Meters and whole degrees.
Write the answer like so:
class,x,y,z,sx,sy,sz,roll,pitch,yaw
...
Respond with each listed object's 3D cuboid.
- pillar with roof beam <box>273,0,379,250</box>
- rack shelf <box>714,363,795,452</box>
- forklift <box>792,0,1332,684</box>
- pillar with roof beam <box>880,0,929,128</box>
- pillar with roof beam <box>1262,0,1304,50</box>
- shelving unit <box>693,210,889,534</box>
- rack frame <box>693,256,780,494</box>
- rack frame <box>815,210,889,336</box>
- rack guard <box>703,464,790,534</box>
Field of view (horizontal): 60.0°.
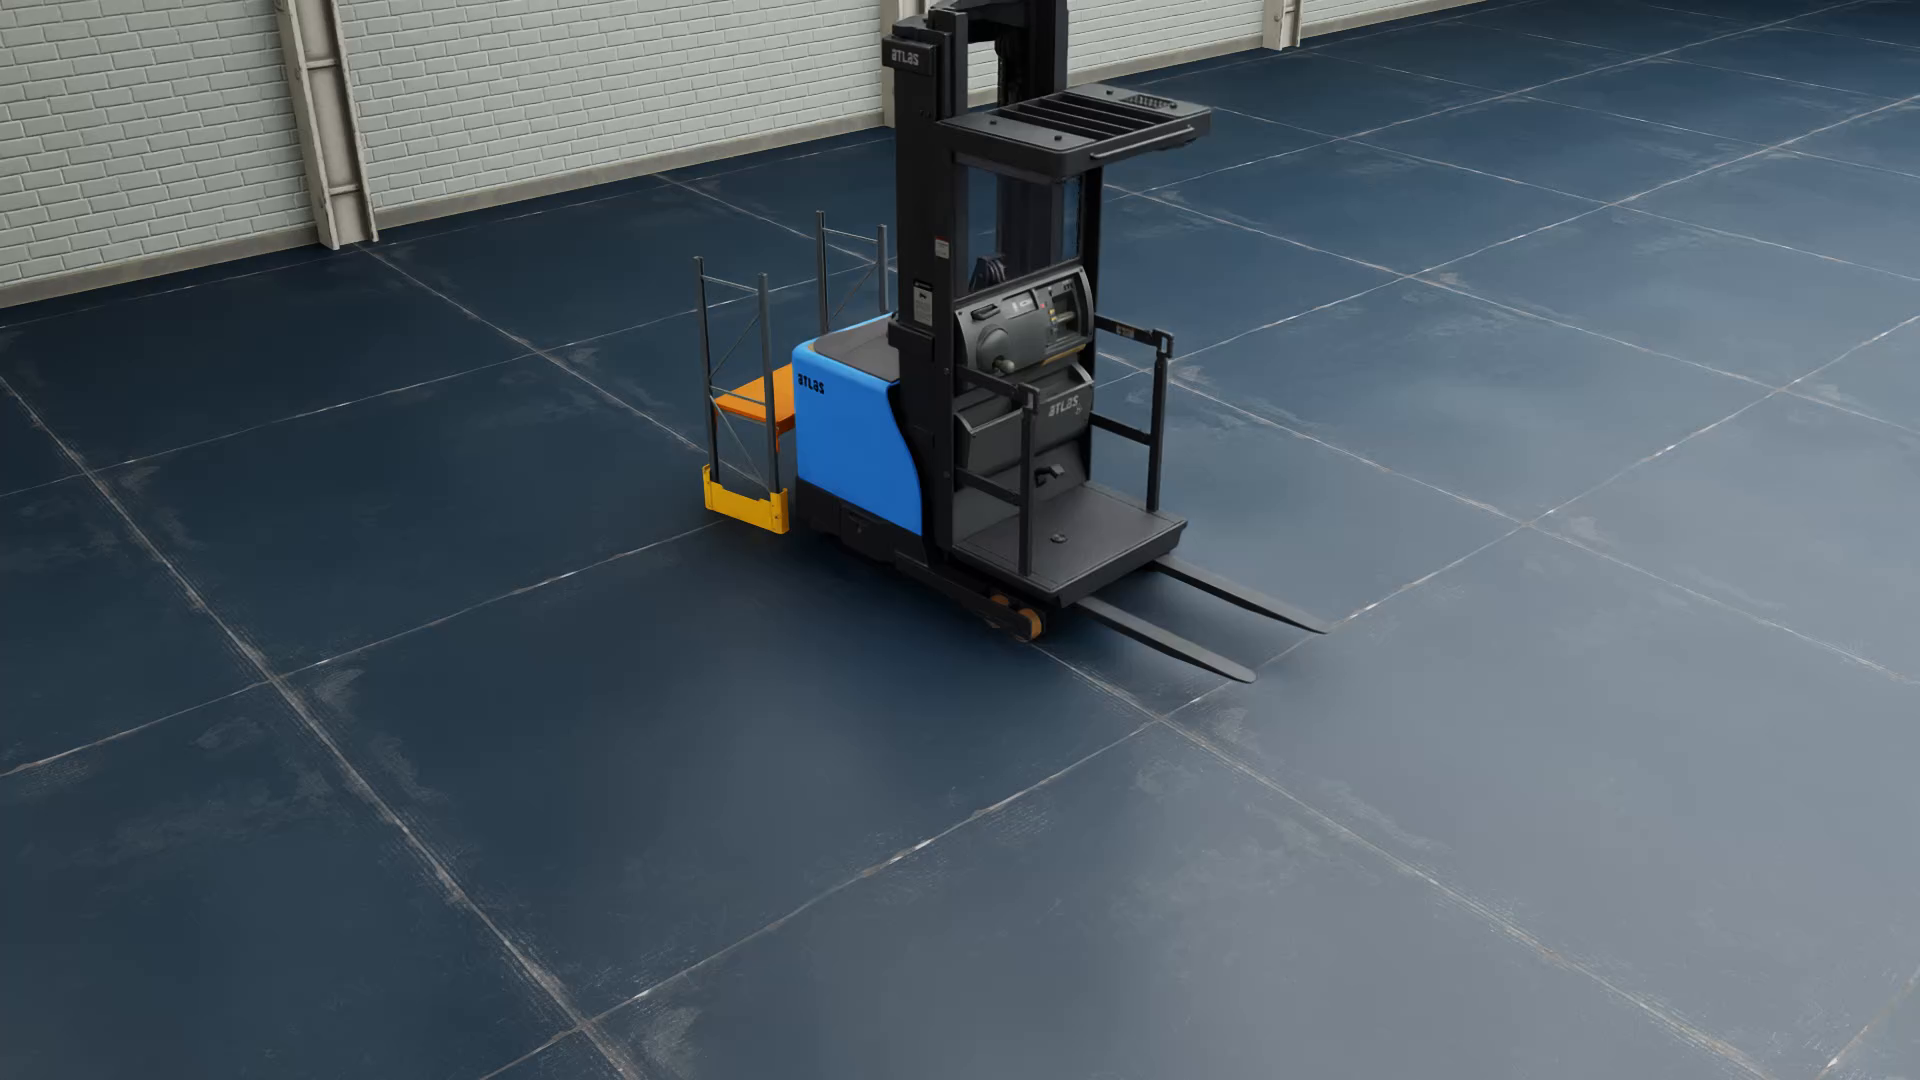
class,x,y,z,sx,sy,sz,roll,pitch,yaw
pillar with roof beam,-2.330,-4.934,8.935,0.400,9.000,9.100,-22,35,-35
rack shelf,-0.921,-0.823,9.580,0.538,0.185,1.000,19,33,31
forklift,0.479,-1.059,8.123,3.031,2.935,1.130,25,37,38
pillar with roof beam,2.234,-6.770,12.370,0.400,9.000,9.100,-22,35,-35
pillar with roof beam,6.799,-8.605,15.805,0.400,9.000,9.100,-22,35,-35
shelving unit,-0.926,-0.978,9.489,0.587,1.500,1.083,19,33,31
rack frame,-1.216,-0.786,9.130,0.500,1.500,0.032,19,33,31
rack frame,-0.626,-1.177,9.861,0.500,1.500,0.032,19,33,31
rack guard,-1.215,-0.236,9.426,0.587,0.250,0.087,19,33,31
